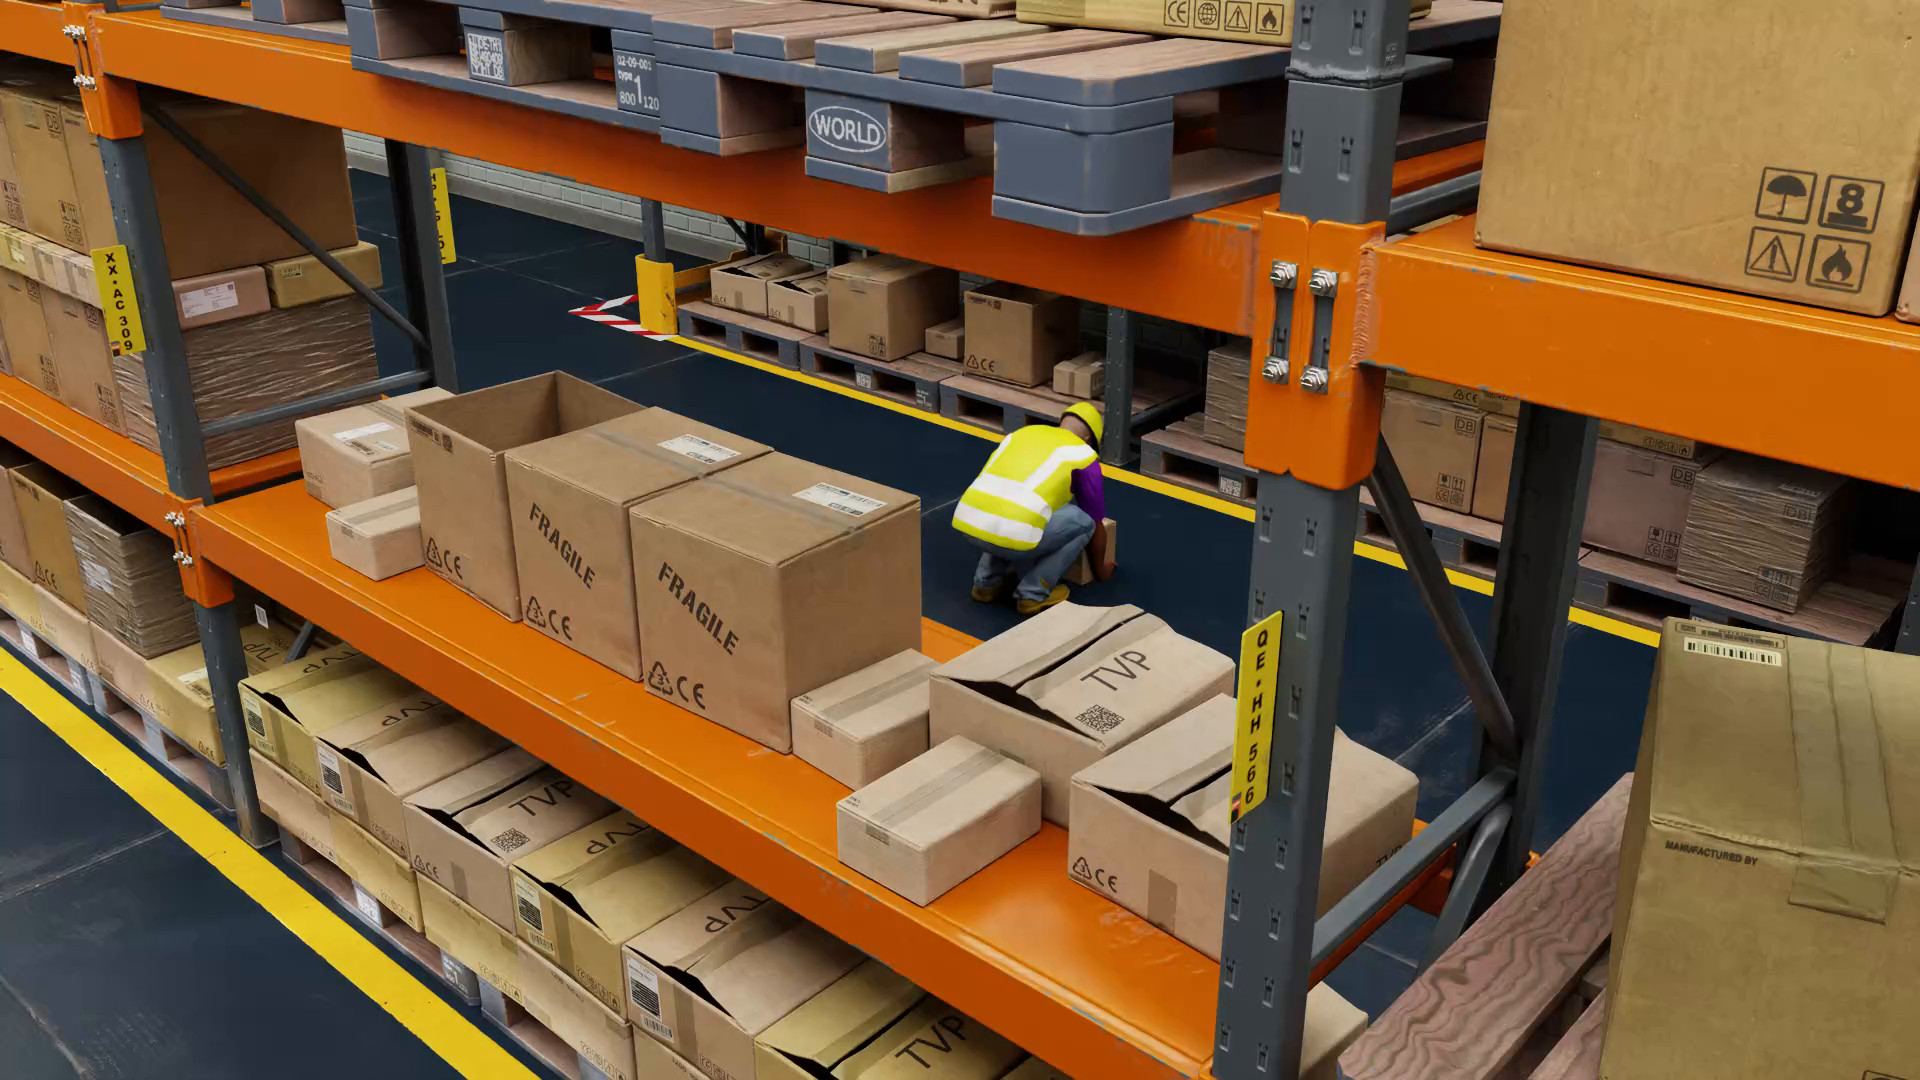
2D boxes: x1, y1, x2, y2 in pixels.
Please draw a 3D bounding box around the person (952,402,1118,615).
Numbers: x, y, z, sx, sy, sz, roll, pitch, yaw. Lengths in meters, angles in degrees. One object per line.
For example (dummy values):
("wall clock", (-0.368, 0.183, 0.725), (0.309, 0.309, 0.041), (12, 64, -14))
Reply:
("person", (0.350, -0.110, 7.618), (0.540, 0.901, 0.917), (20, 31, 38))
